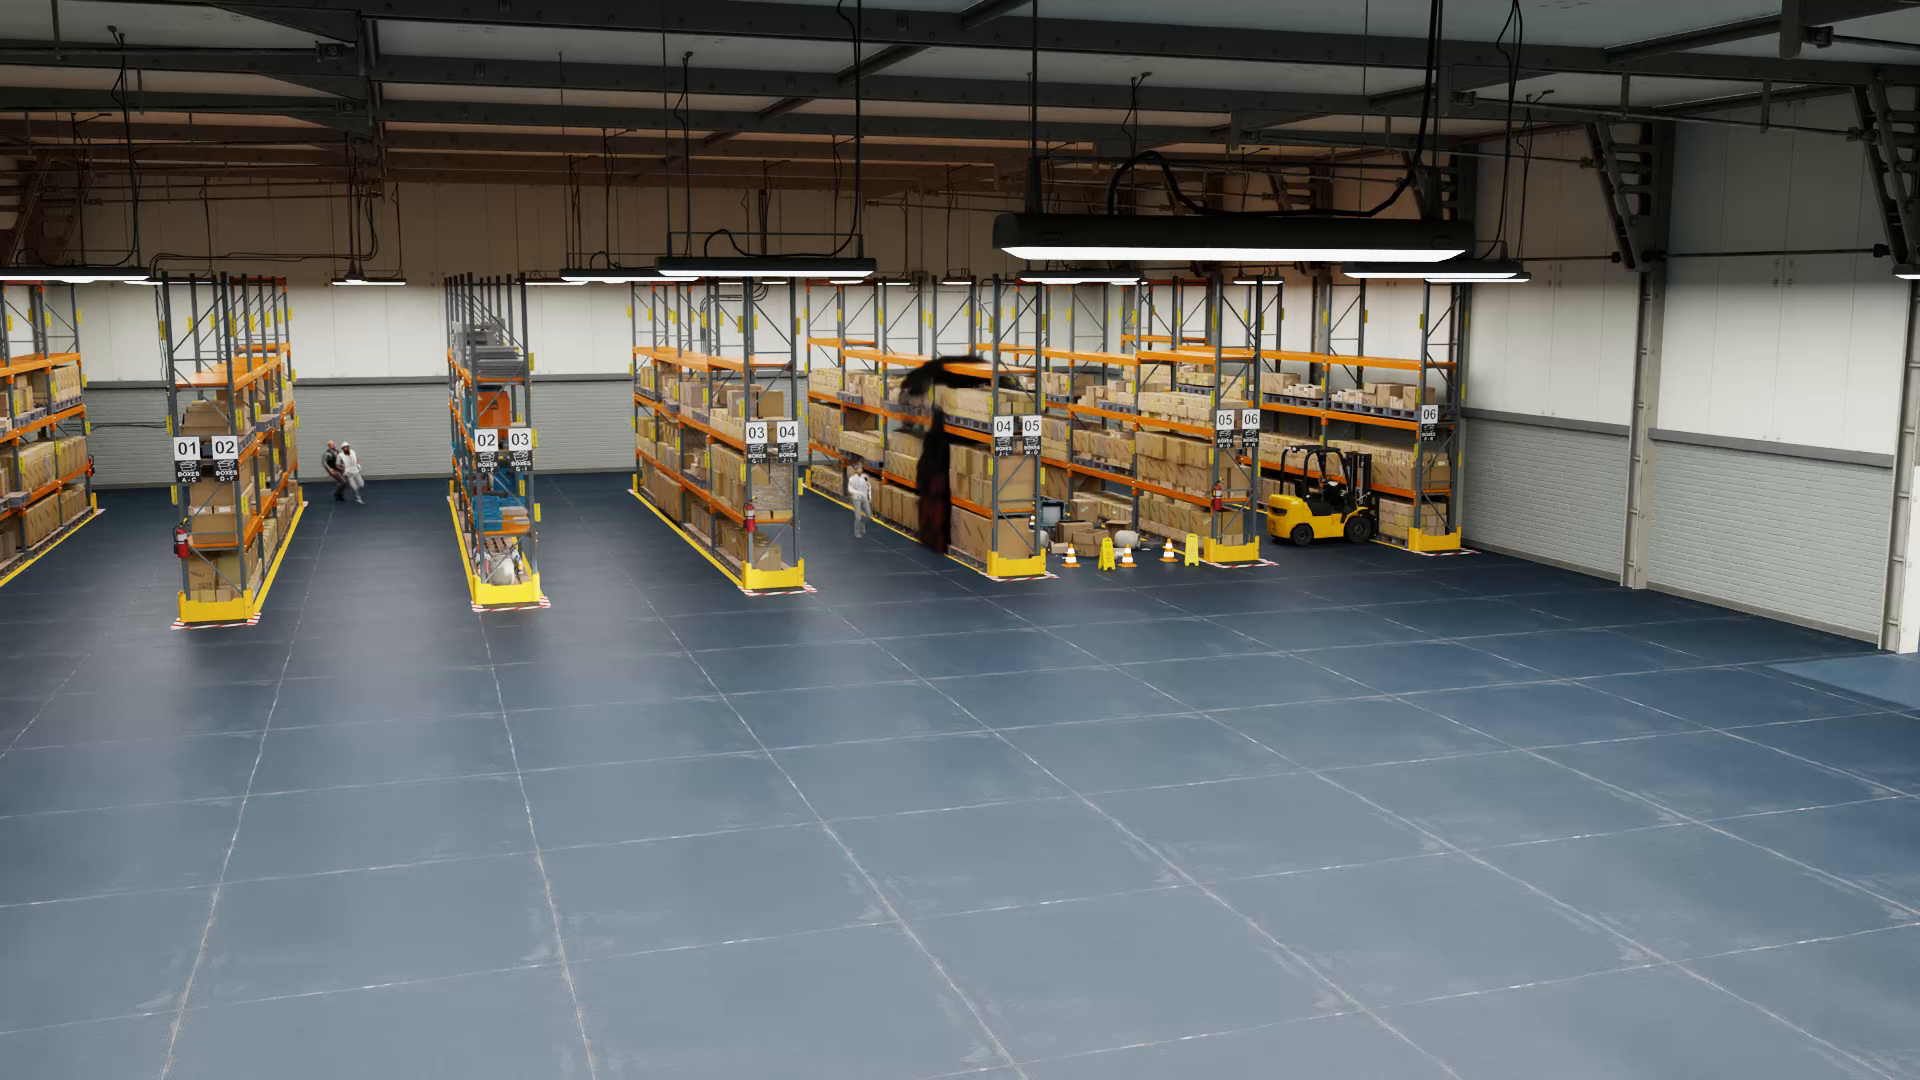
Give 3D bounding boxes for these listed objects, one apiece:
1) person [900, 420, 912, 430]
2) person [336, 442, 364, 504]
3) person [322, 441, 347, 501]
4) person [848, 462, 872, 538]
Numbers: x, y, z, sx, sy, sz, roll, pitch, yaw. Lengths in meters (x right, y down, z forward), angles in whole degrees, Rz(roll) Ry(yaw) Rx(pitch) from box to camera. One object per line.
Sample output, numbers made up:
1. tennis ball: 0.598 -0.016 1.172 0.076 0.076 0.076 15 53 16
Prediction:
1. person: -1.644 -2.804 50.624 0.880 1.824 0.598 -4 10 -25
2. person: -16.217 -1.775 44.187 0.601 1.687 0.734 8 12 42
3. person: -16.809 -1.856 44.864 0.553 1.662 0.711 3 9 17
4. person: -2.145 -0.874 36.508 0.623 1.674 0.540 -5 10 -30
